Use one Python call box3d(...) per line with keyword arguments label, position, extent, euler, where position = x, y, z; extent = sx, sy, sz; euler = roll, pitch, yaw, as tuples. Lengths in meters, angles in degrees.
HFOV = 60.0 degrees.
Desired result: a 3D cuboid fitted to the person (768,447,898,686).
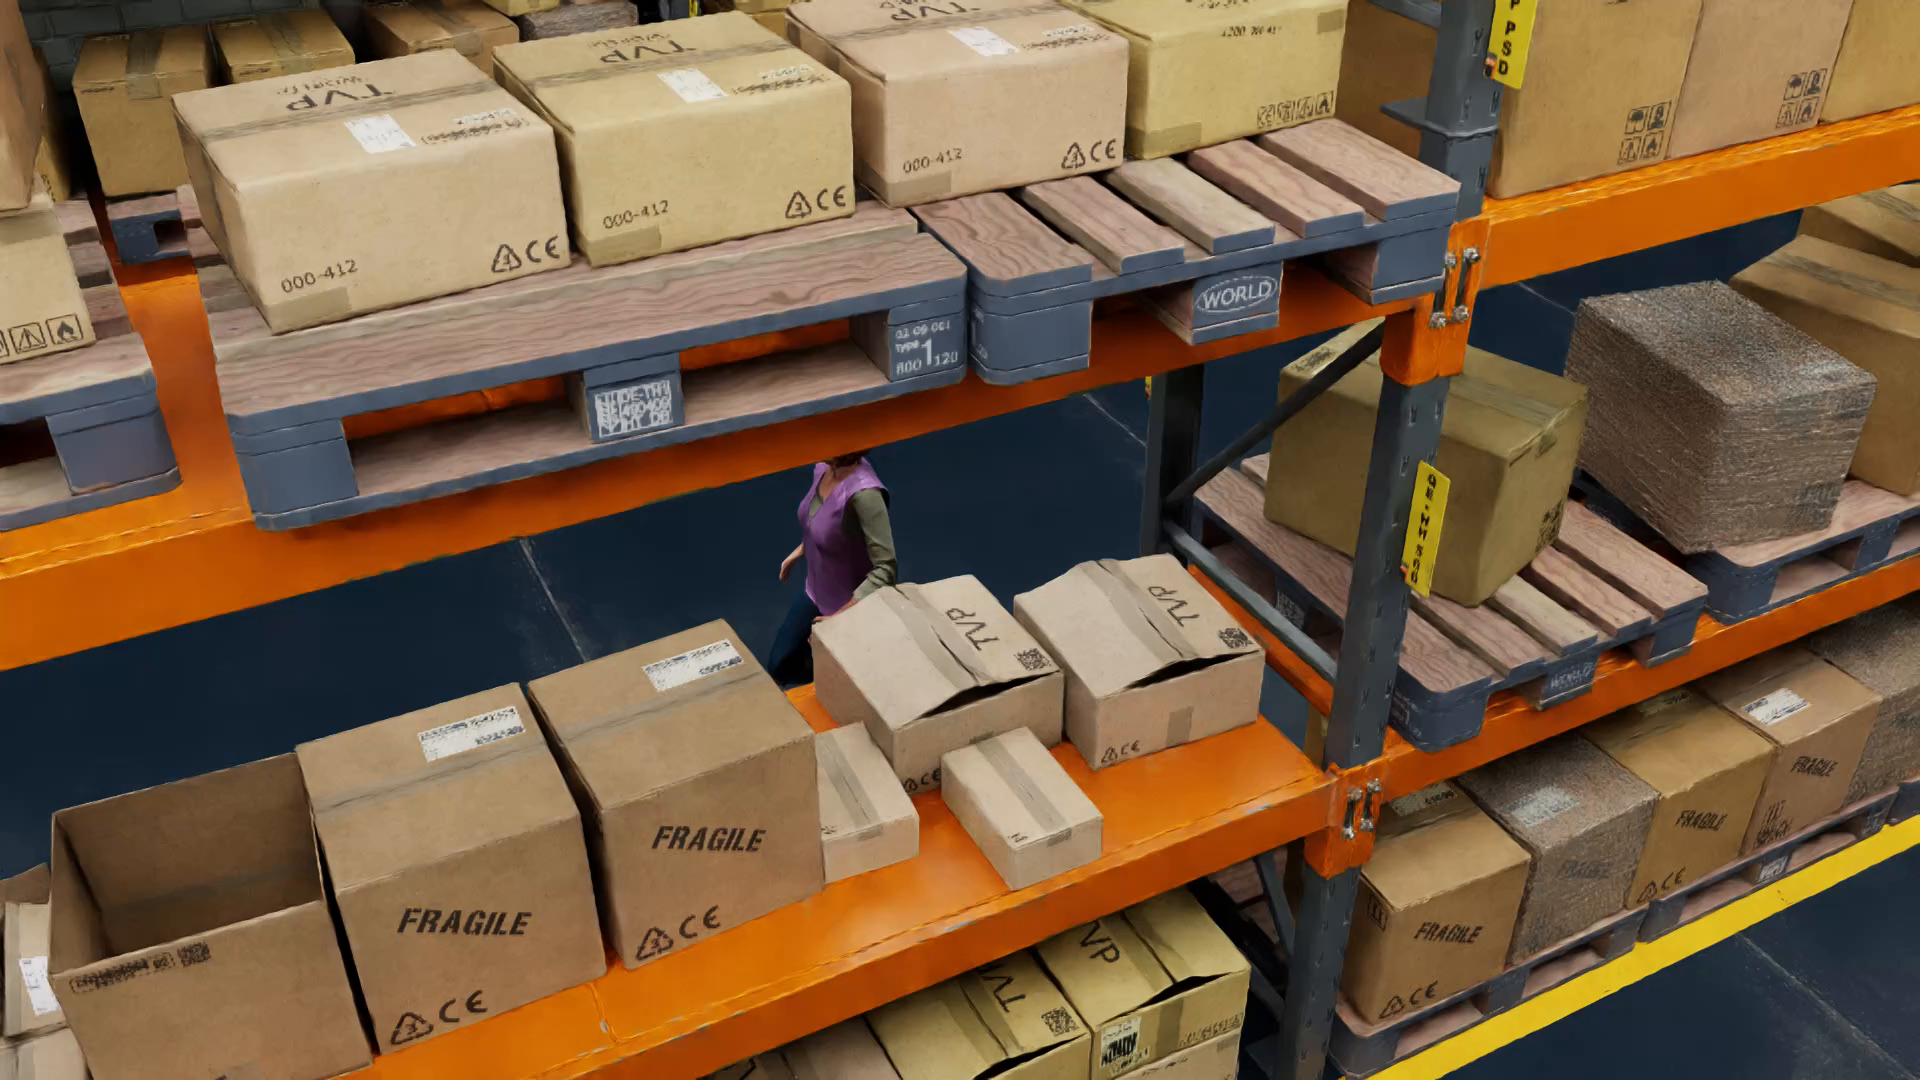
box3d(label="person", position=(-0.436, 0.235, 5.817), extent=(0.441, 1.571, 0.585), euler=(-19, 38, -27))
